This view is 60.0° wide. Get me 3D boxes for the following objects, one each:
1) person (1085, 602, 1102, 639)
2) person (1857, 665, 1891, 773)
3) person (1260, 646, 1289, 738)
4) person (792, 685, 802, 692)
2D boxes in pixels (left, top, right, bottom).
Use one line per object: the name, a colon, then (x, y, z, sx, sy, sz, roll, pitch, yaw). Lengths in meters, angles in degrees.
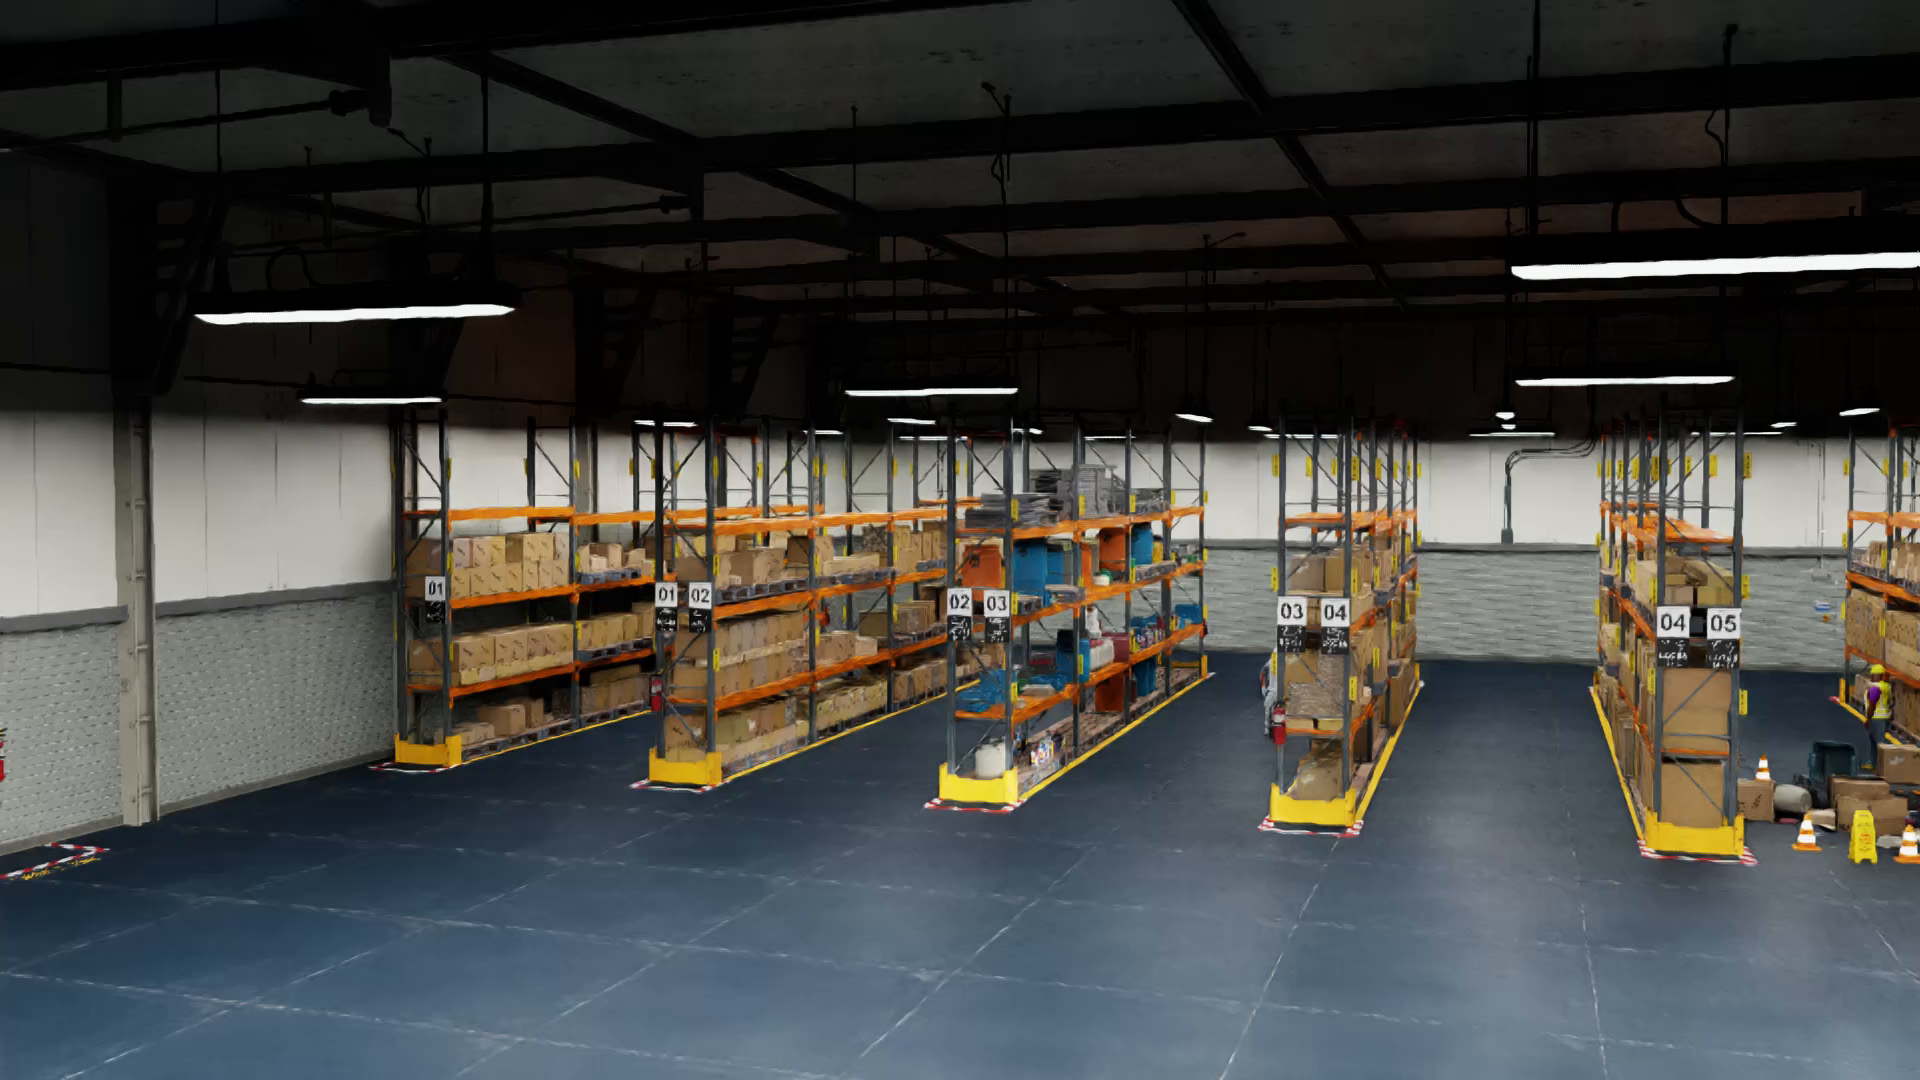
person: (3.307, 2.324, 42.284, 0.566, 1.706, 1.122, 1, 3, 21)
person: (15.066, 2.931, 27.382, 0.587, 1.763, 0.677, 2, 3, 43)
person: (5.902, 2.816, 30.857, 0.677, 1.742, 0.552, 1, 3, 17)
person: (-3.479, 2.696, 34.791, 0.495, 1.589, 1.086, 1, 3, 21)
